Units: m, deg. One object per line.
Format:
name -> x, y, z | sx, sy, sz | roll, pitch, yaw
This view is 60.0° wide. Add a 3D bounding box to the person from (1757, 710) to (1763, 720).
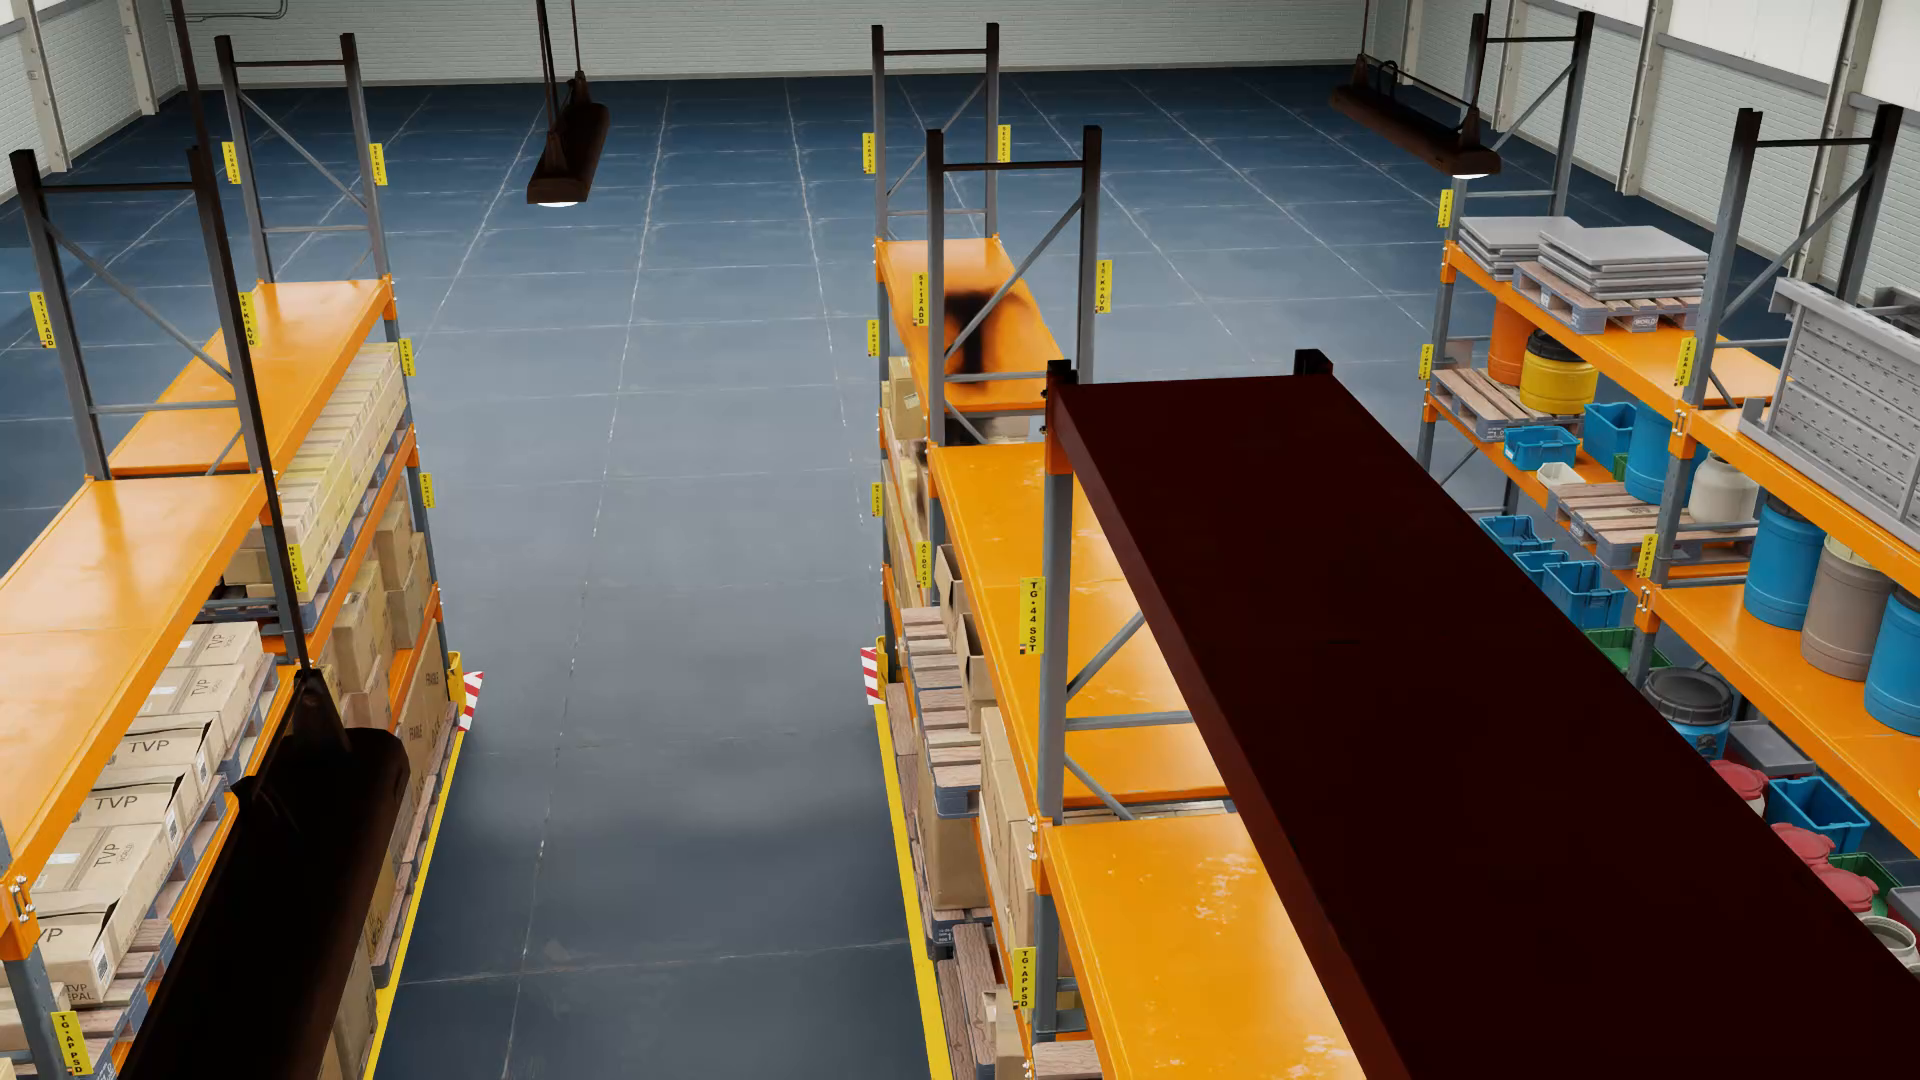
person -> 7.064, 1.098, 14.152 | 0.629, 1.826, 0.784 | -14, 29, -26
